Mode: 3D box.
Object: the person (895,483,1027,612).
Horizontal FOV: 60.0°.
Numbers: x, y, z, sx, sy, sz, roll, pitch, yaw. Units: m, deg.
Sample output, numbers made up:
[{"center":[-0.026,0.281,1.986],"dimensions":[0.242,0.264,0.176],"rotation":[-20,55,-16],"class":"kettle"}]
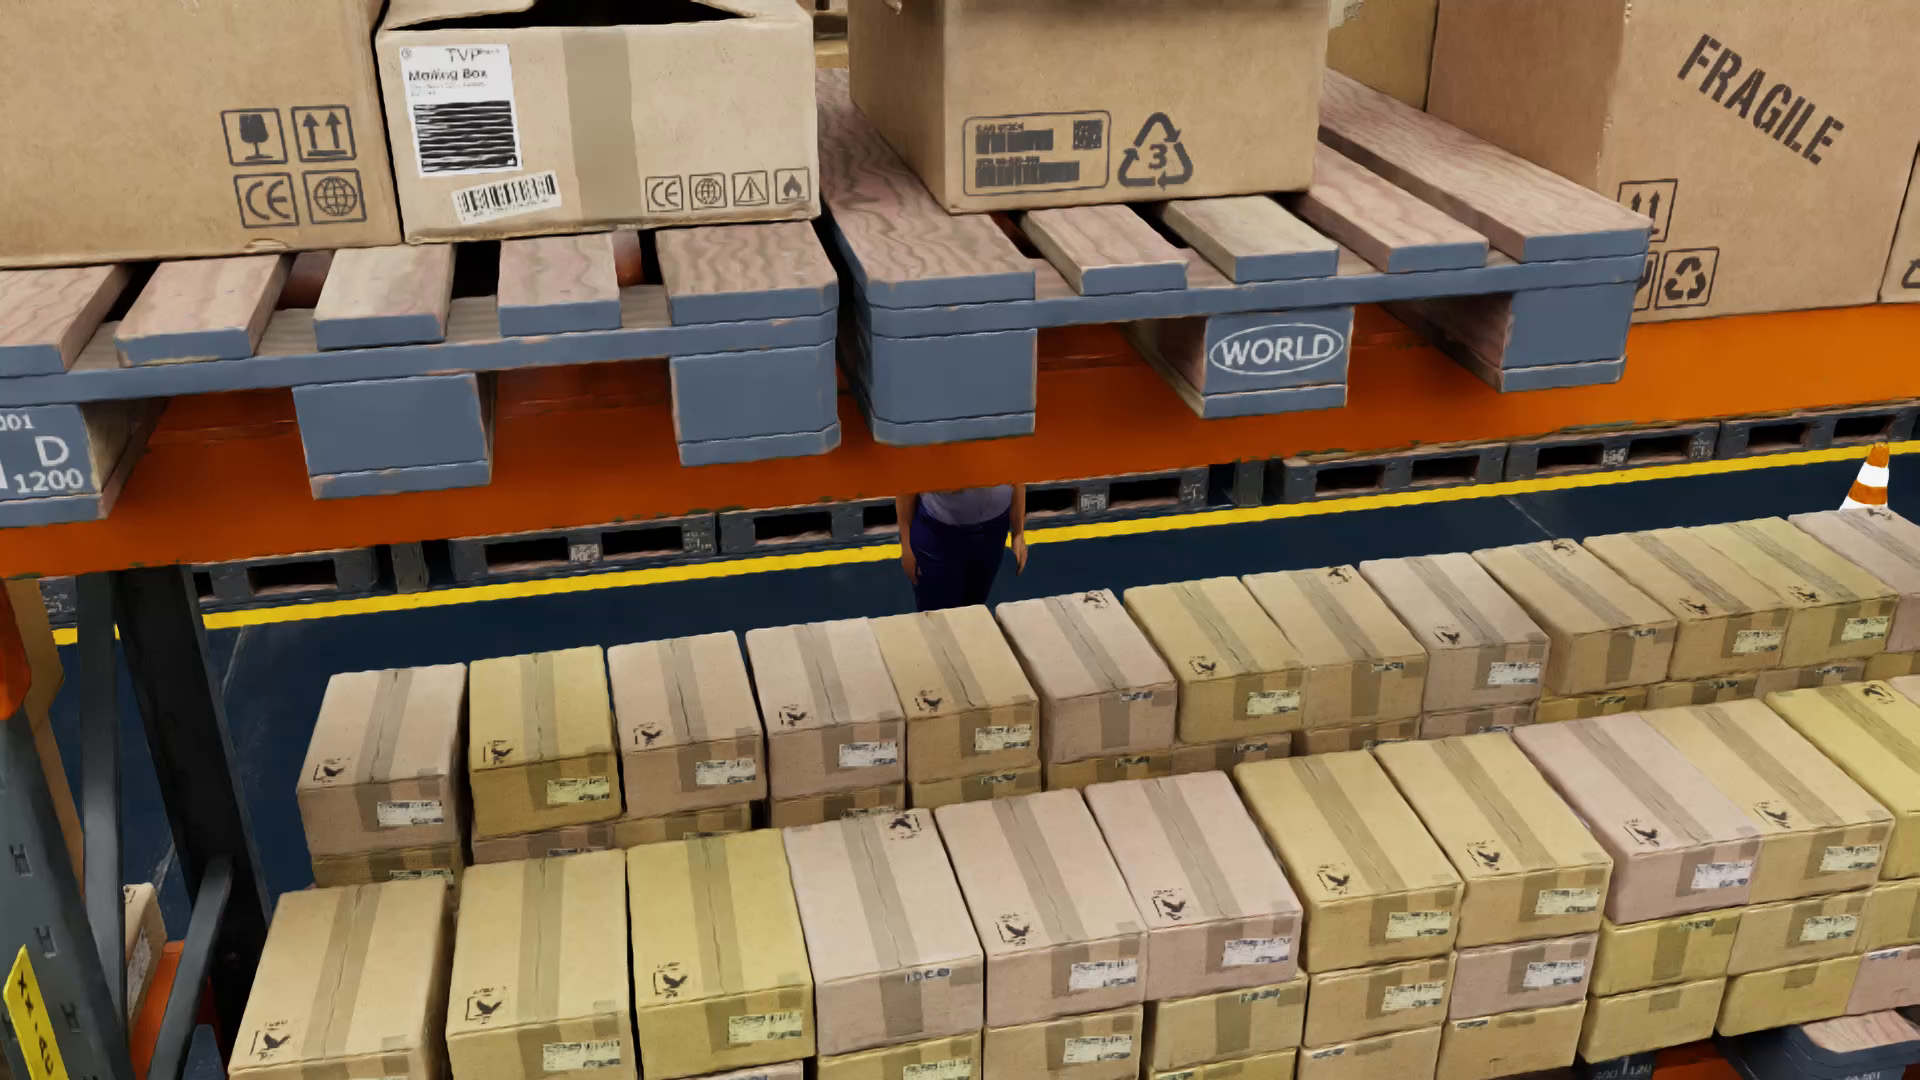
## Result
[{"center":[-0.016,-0.009,6.161],"dimensions":[0.478,1.636,0.465],"rotation":[-17,32,-30],"class":"person"}]
